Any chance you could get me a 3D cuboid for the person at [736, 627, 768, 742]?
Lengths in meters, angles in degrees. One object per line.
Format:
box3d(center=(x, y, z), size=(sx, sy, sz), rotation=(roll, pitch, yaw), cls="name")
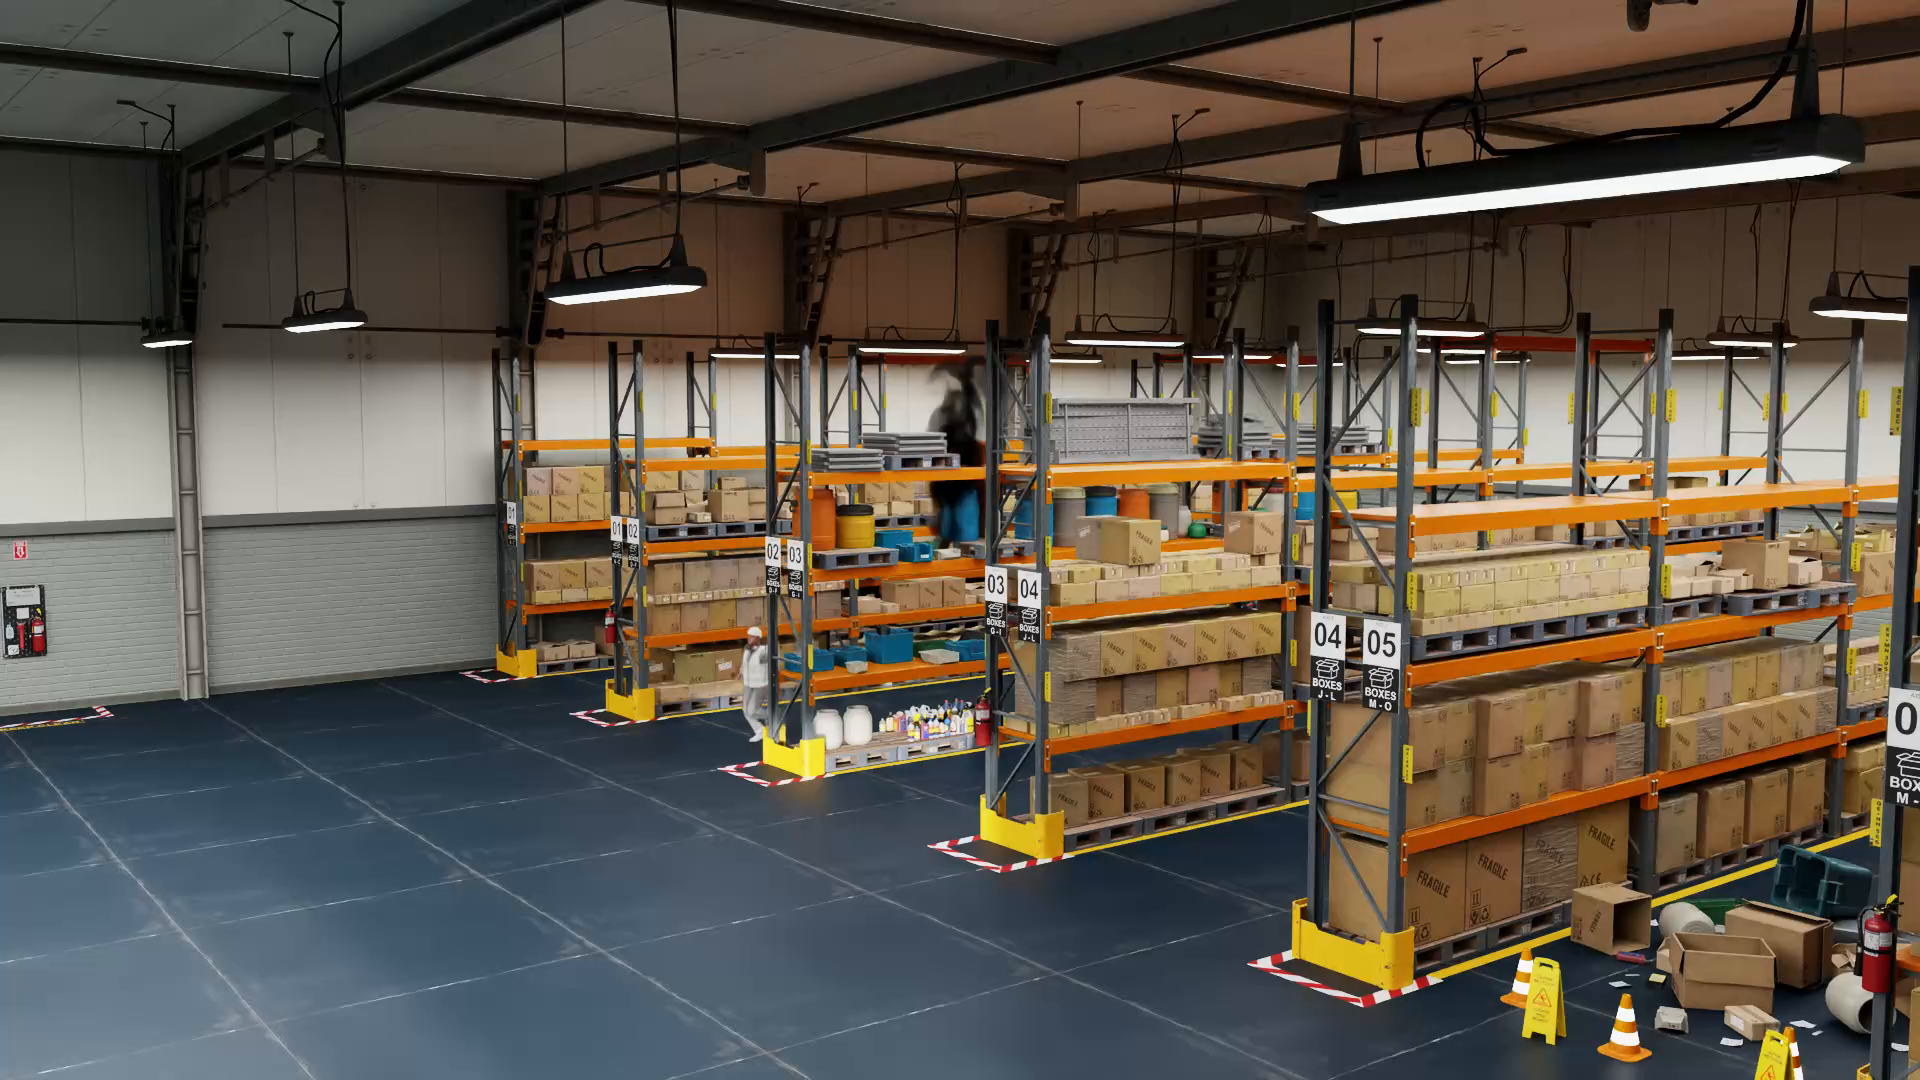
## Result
box3d(center=(-3.032, 2.146, 24.757), size=(0.659, 1.722, 0.603), rotation=(4, 6, 39), cls="person")
